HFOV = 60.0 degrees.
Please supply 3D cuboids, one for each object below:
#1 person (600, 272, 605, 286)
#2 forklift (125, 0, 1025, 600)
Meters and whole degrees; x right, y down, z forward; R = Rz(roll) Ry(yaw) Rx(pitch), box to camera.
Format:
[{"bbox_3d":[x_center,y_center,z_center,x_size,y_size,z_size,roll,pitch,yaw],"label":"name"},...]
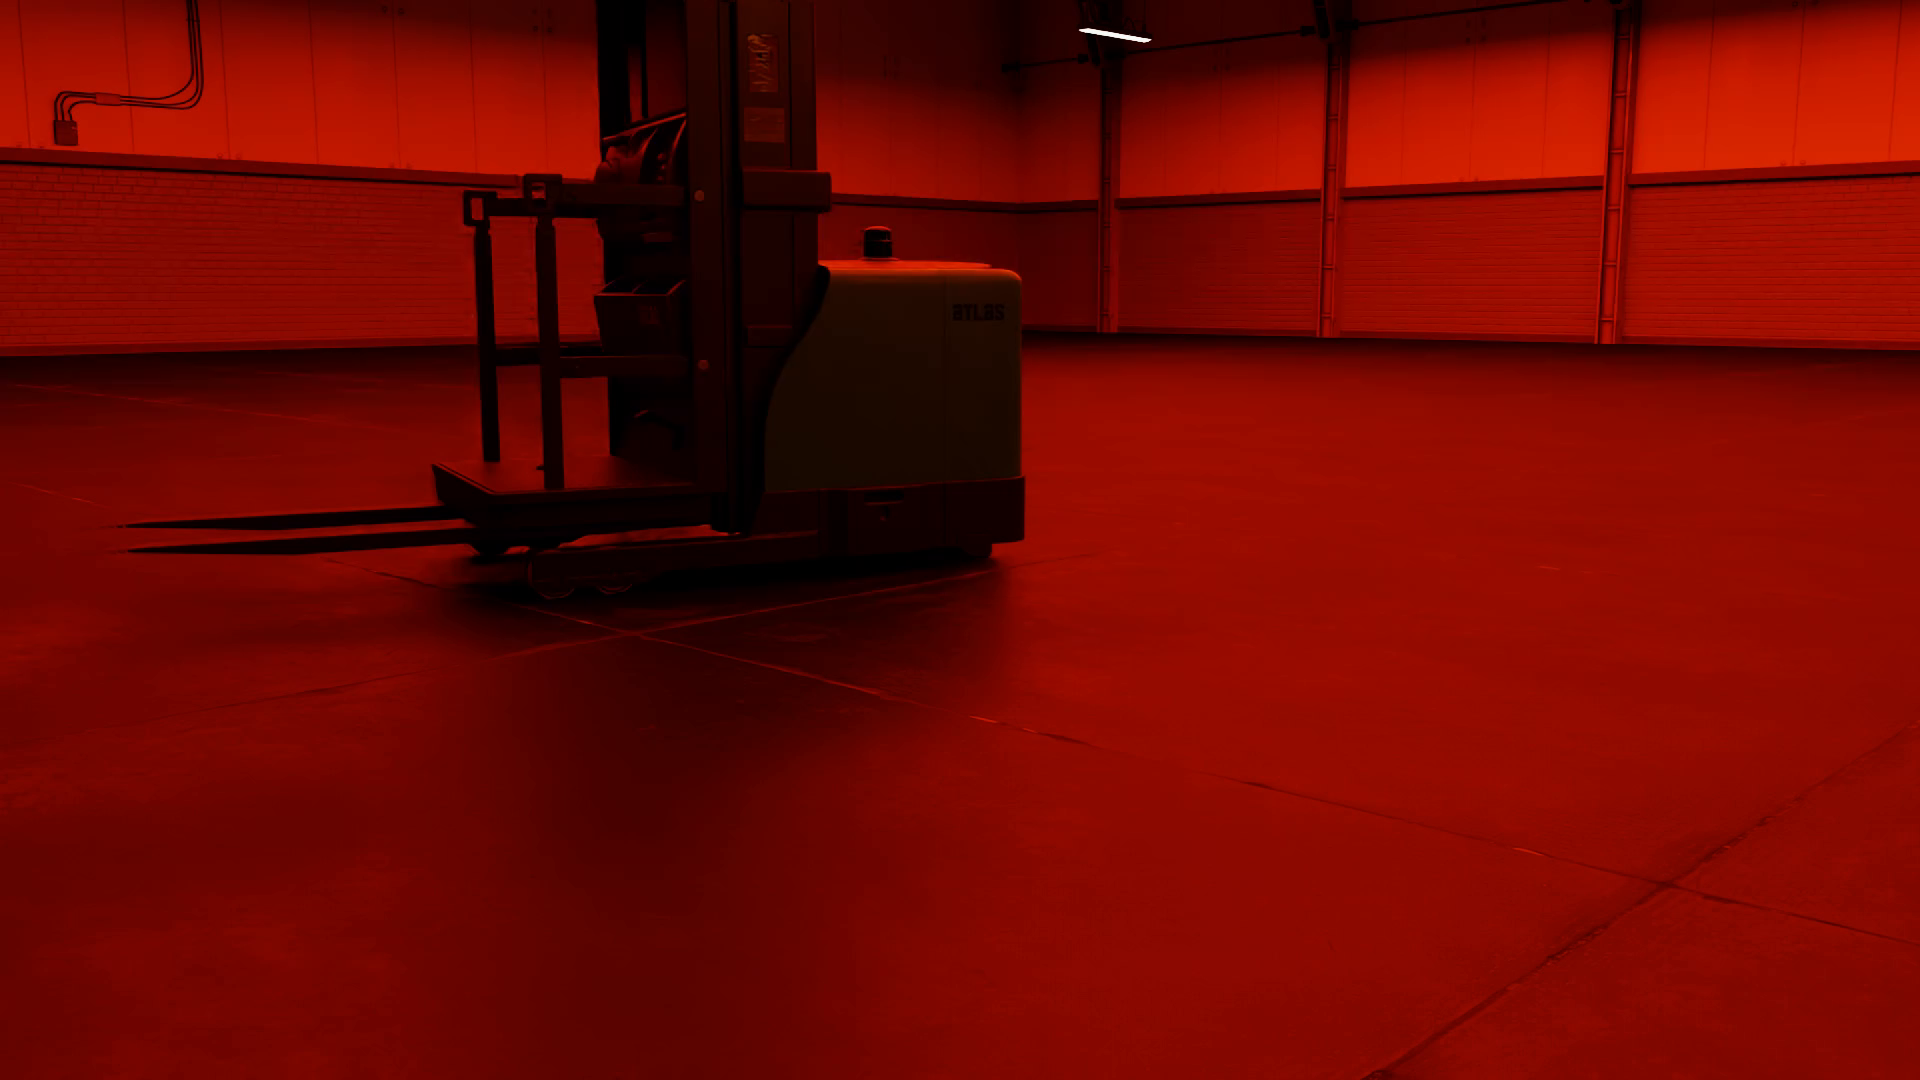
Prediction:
[{"bbox_3d":[-1.467,-1.113,8.520,0.992,1.721,0.571,4,9,25],"label":"person"},{"bbox_3d":[-1.307,-1.343,5.795,3.031,2.935,1.130,-4,10,-27],"label":"forklift"}]
